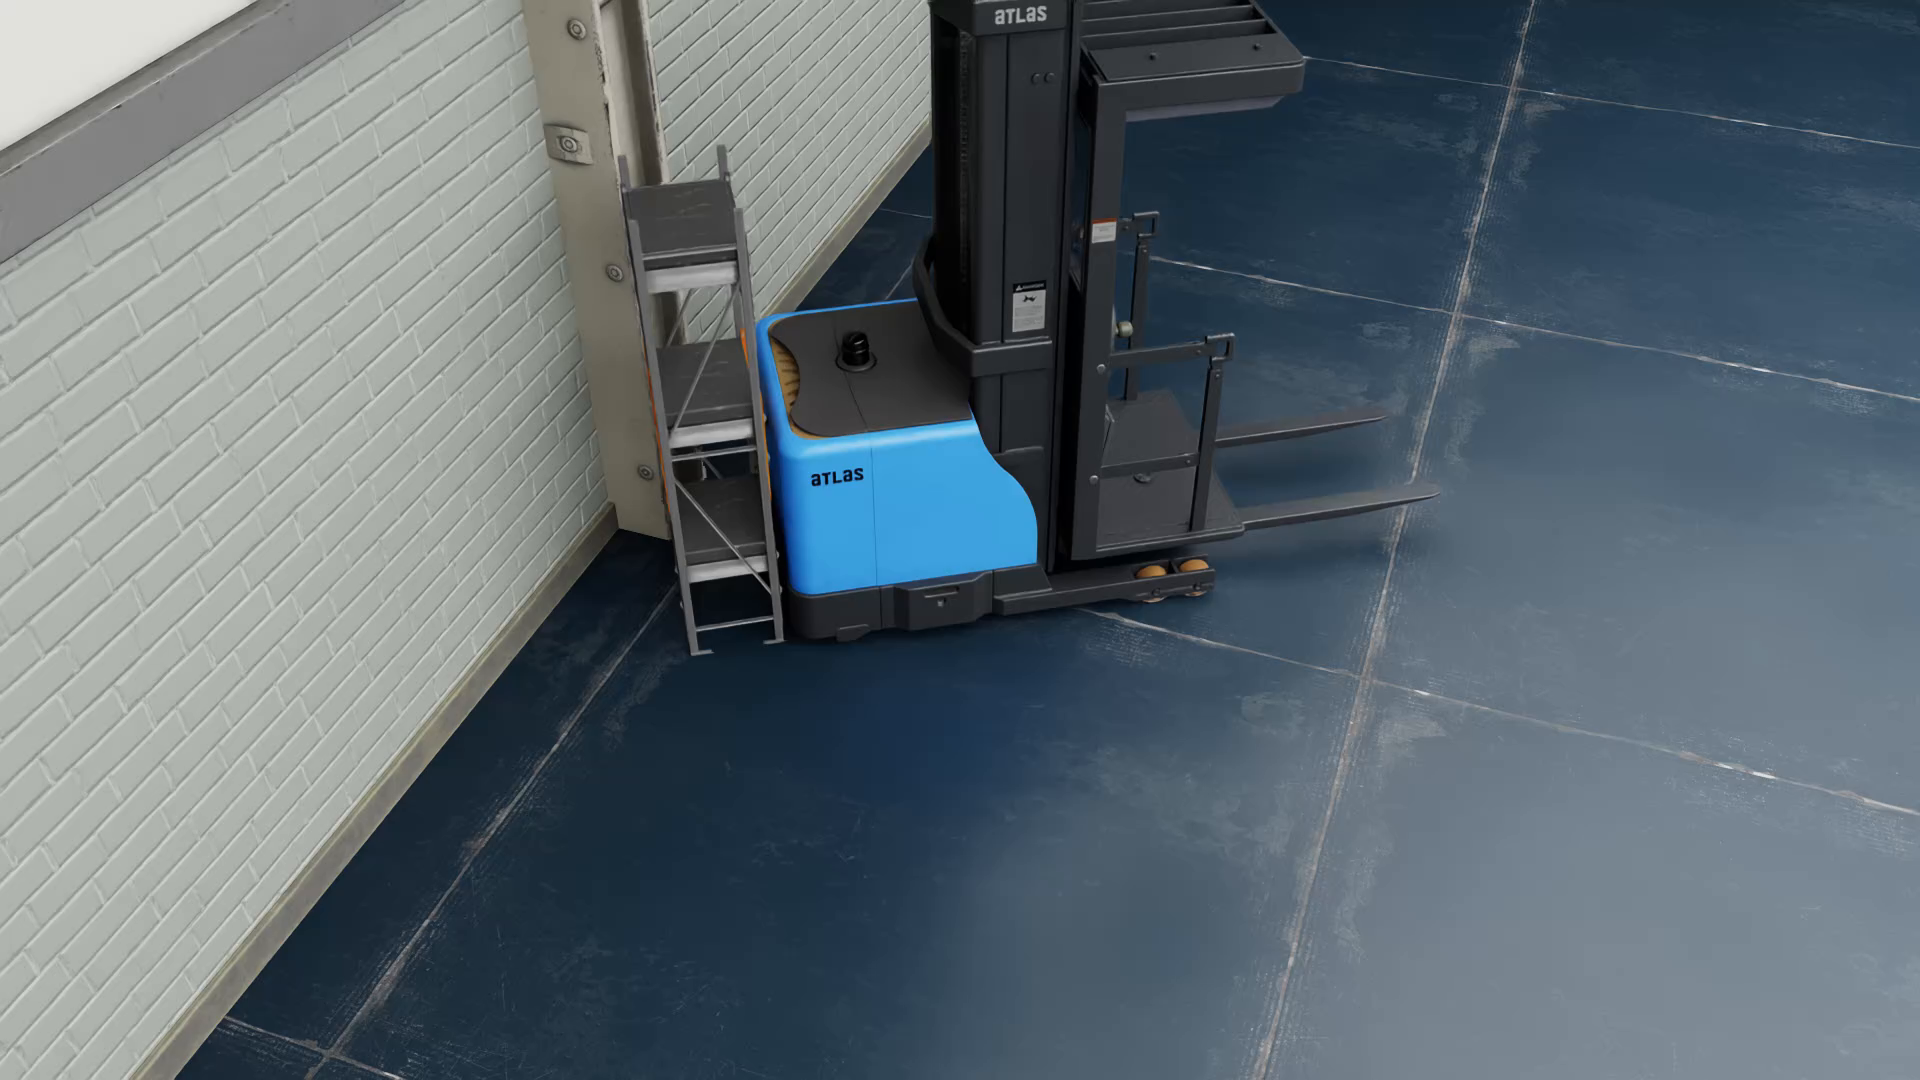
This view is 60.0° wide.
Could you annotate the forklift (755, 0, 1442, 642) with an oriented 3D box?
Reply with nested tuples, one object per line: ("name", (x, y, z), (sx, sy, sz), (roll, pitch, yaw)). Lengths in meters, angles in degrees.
("forklift", (0.662, -1.166, 6.812), (3.031, 2.935, 1.130), (-8, 41, -9))

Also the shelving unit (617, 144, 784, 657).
("shelving unit", (-1.013, -0.488, 6.658), (0.431, 2.100, 0.503), (-9, 41, -10))

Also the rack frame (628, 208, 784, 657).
("rack frame", (-0.957, -0.334, 6.477), (0.400, 2.100, 0.015), (-9, 41, -10))

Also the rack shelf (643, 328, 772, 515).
("rack shelf", (-1.013, -0.478, 6.667), (0.431, 0.518, 0.480), (-9, 41, -10))

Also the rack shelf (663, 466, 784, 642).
("rack shelf", (-1.013, 0.055, 7.121), (0.431, 0.518, 0.480), (-9, 41, -10))

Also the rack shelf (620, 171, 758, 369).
("rack shelf", (-1.013, -1.010, 6.213), (0.431, 0.518, 0.480), (-9, 41, -10))

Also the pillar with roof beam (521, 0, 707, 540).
("pillar with roof beam", (2.630, -2.620, 3.841), (9.100, 9.000, 0.400), (13, 42, 15))

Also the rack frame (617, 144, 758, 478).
("rack frame", (-1.068, -0.643, 6.839), (0.400, 2.100, 0.015), (-9, 41, -10))
